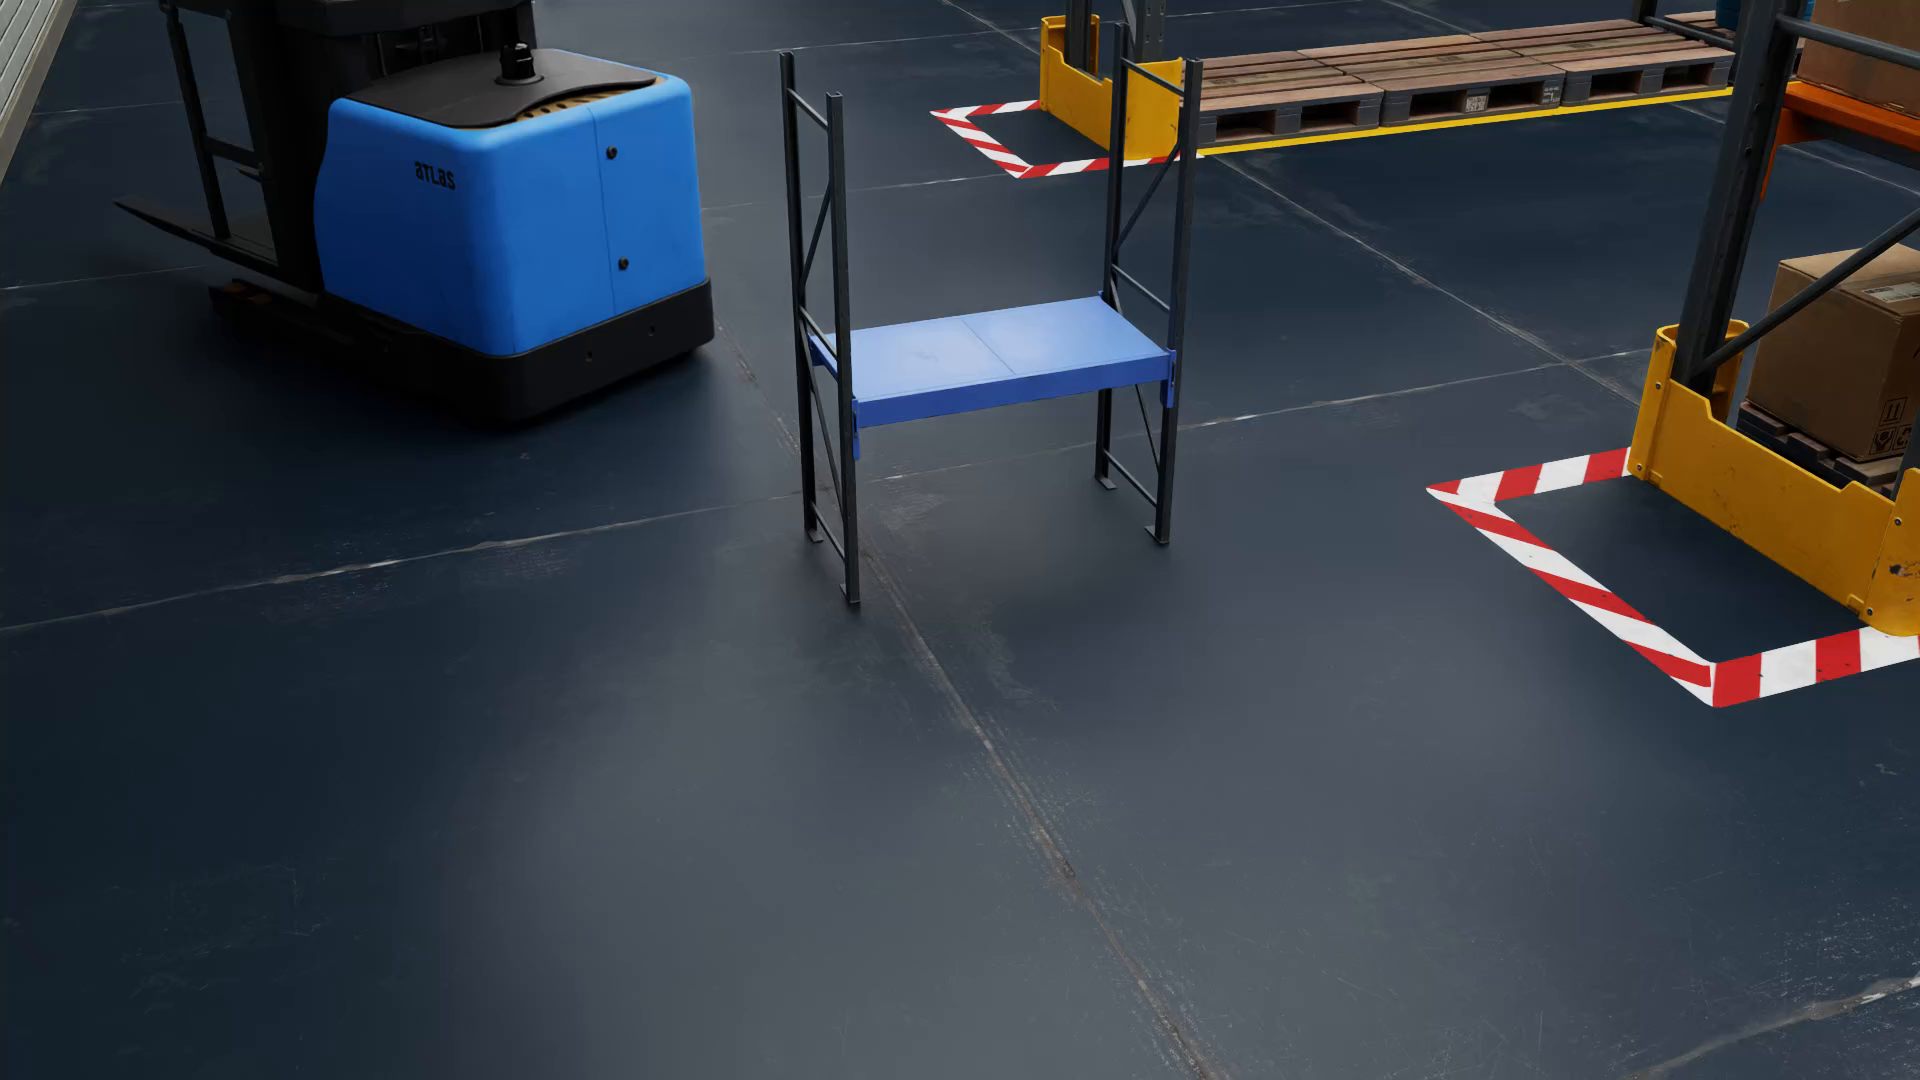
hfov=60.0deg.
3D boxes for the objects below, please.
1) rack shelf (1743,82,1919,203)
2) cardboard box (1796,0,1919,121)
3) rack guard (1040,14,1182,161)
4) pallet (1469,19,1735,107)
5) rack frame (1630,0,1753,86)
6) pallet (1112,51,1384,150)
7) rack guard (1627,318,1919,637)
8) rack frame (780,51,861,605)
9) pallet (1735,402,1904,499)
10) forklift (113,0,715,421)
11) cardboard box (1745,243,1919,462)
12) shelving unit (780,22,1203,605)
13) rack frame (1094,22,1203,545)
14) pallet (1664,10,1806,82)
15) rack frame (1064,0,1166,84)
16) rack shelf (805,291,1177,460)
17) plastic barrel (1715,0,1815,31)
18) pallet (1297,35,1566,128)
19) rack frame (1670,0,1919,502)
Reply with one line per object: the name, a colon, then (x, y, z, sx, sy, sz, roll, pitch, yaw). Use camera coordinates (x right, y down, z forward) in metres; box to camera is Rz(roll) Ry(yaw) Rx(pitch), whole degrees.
rack shelf: (4.424, -1.337, 5.293, 4.000, 0.370, 1.077, -10, 31, -18)
cardboard box: (2.875, -1.551, 4.841, 0.500, 0.500, 0.500, -9, 31, -16)
rack guard: (0.808, -2.507, 9.145, 0.348, 0.500, 1.175, -10, 31, -18)
pallet: (3.899, -2.937, 10.192, 1.213, 0.211, 1.003, -10, 31, -18)
rack frame: (4.575, -4.293, 9.756, 0.127, 3.000, 1.000, -10, 31, -18)
pallet: (1.612, -2.516, 9.452, 1.213, 0.211, 1.003, -10, 31, -18)
rack guard: (2.621, -0.231, 5.151, 0.348, 0.500, 1.175, -10, 31, -18)
rack frame: (-0.396, -0.579, 4.751, 0.032, 1.500, 0.500, -10, 31, -18)
pallet: (3.368, -0.244, 5.465, 1.213, 0.211, 1.003, -10, 31, -18)
forklift: (-2.427, -2.278, 6.288, 3.031, 2.935, 1.130, 22, 36, 33)
cardboard box: (2.973, -0.617, 5.384, 0.500, 0.500, 0.500, -10, 31, -18)
shelving unit: (0.080, -0.666, 4.905, 1.048, 1.500, 0.538, -10, 31, -18)
rack frame: (0.556, -0.754, 5.059, 0.032, 1.500, 0.500, -10, 31, -18)
pallet: (5.313, -3.196, 10.646, 1.213, 0.211, 1.003, -10, 31, -18)
rack frame: (0.826, -3.603, 8.544, 0.127, 3.000, 1.000, -10, 31, -18)
rack shelf: (0.080, -0.510, 4.994, 1.000, 0.185, 0.538, -10, 31, -18)
plastic barrel: (5.091, -3.650, 10.322, 0.708, 0.901, 0.600, -10, 31, -18)
pallet: (2.754, -2.724, 9.819, 1.213, 0.211, 1.003, -10, 31, -18)
rack frame: (2.550, -1.304, 4.509, 0.127, 3.000, 1.000, -10, 31, -18)
